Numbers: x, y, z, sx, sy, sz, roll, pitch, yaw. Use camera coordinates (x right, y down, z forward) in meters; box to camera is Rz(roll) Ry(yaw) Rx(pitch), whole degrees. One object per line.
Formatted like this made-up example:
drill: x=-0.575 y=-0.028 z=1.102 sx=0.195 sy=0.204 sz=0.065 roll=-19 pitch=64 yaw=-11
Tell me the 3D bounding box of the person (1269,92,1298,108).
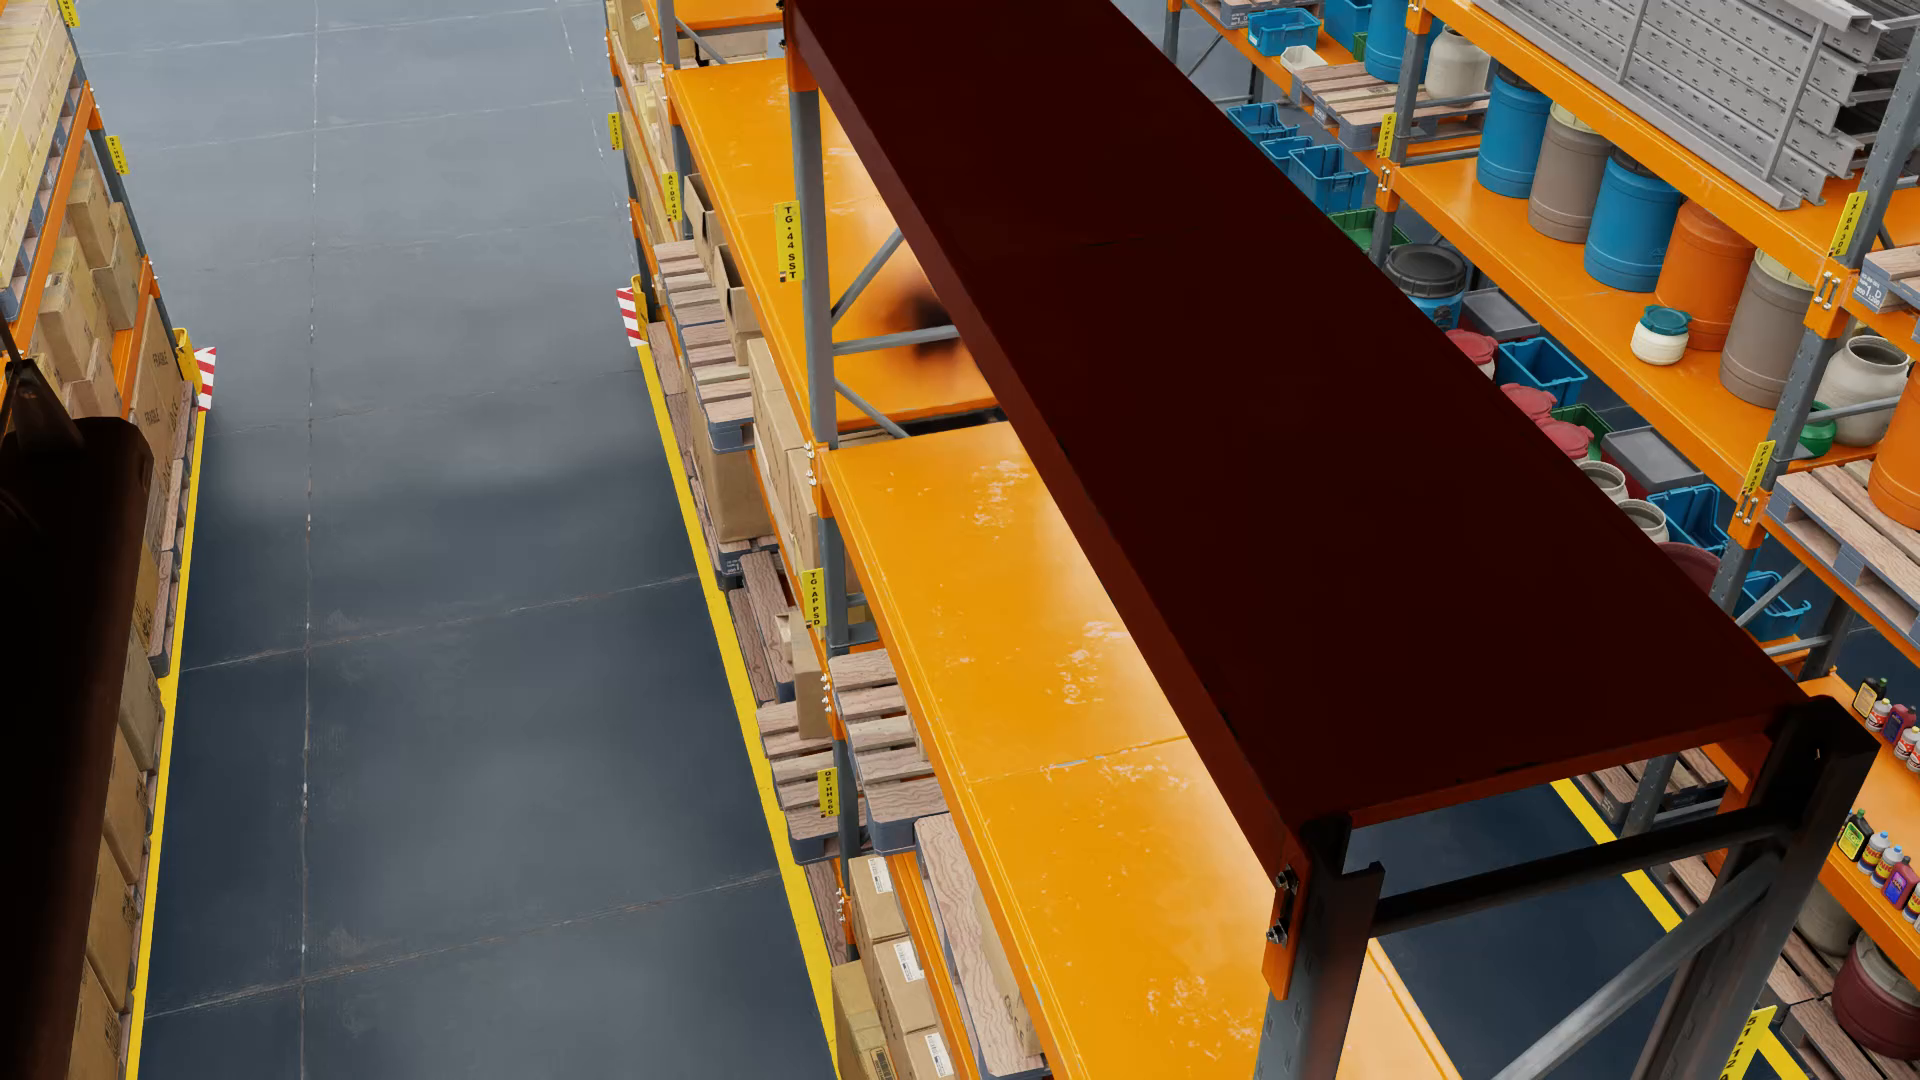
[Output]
person: x=3.978 y=-5.605 z=18.487 sx=0.924 sy=1.783 sz=0.699 roll=9 pitch=39 yaw=11
